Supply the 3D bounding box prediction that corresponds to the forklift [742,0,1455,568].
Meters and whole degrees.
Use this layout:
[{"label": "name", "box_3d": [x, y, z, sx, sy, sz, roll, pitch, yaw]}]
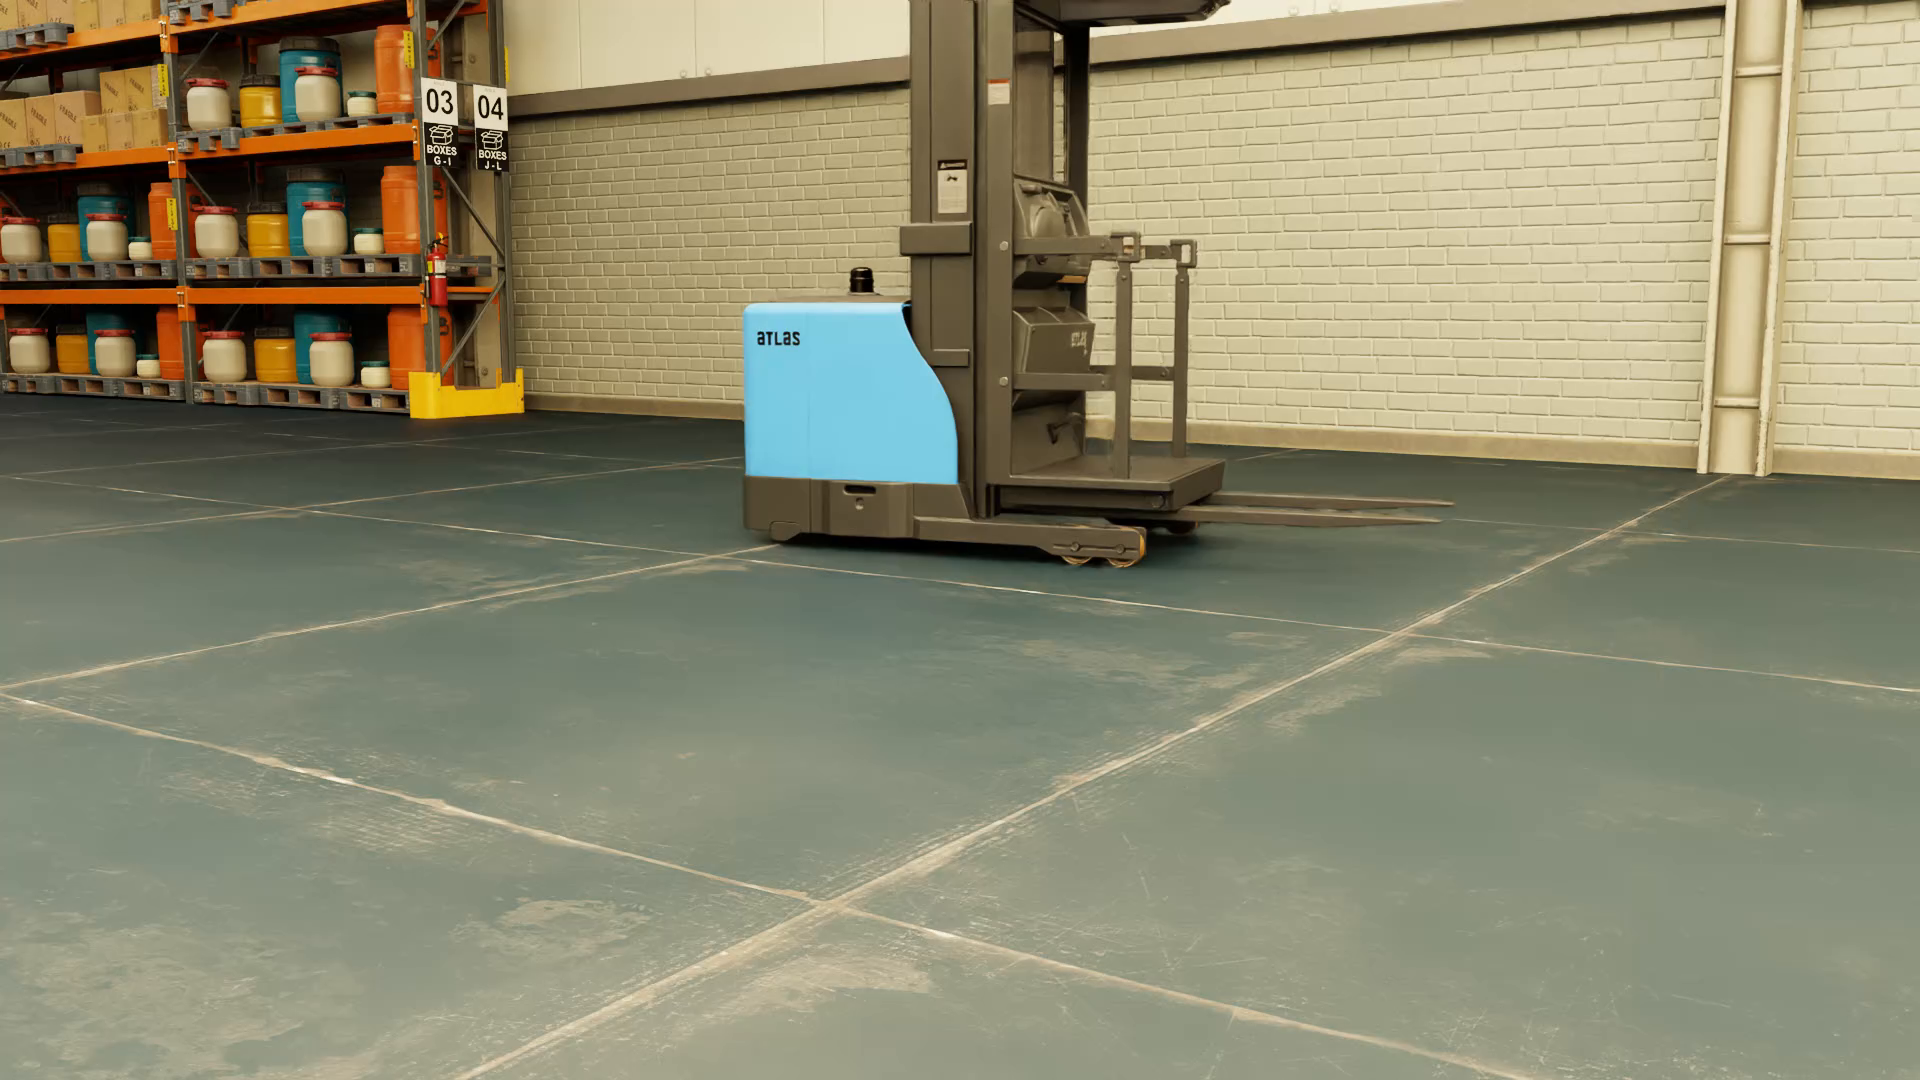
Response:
[{"label": "forklift", "box_3d": [0.591, -1.422, 7.193, 3.031, 2.935, 1.130, 3, 9, 21]}]
